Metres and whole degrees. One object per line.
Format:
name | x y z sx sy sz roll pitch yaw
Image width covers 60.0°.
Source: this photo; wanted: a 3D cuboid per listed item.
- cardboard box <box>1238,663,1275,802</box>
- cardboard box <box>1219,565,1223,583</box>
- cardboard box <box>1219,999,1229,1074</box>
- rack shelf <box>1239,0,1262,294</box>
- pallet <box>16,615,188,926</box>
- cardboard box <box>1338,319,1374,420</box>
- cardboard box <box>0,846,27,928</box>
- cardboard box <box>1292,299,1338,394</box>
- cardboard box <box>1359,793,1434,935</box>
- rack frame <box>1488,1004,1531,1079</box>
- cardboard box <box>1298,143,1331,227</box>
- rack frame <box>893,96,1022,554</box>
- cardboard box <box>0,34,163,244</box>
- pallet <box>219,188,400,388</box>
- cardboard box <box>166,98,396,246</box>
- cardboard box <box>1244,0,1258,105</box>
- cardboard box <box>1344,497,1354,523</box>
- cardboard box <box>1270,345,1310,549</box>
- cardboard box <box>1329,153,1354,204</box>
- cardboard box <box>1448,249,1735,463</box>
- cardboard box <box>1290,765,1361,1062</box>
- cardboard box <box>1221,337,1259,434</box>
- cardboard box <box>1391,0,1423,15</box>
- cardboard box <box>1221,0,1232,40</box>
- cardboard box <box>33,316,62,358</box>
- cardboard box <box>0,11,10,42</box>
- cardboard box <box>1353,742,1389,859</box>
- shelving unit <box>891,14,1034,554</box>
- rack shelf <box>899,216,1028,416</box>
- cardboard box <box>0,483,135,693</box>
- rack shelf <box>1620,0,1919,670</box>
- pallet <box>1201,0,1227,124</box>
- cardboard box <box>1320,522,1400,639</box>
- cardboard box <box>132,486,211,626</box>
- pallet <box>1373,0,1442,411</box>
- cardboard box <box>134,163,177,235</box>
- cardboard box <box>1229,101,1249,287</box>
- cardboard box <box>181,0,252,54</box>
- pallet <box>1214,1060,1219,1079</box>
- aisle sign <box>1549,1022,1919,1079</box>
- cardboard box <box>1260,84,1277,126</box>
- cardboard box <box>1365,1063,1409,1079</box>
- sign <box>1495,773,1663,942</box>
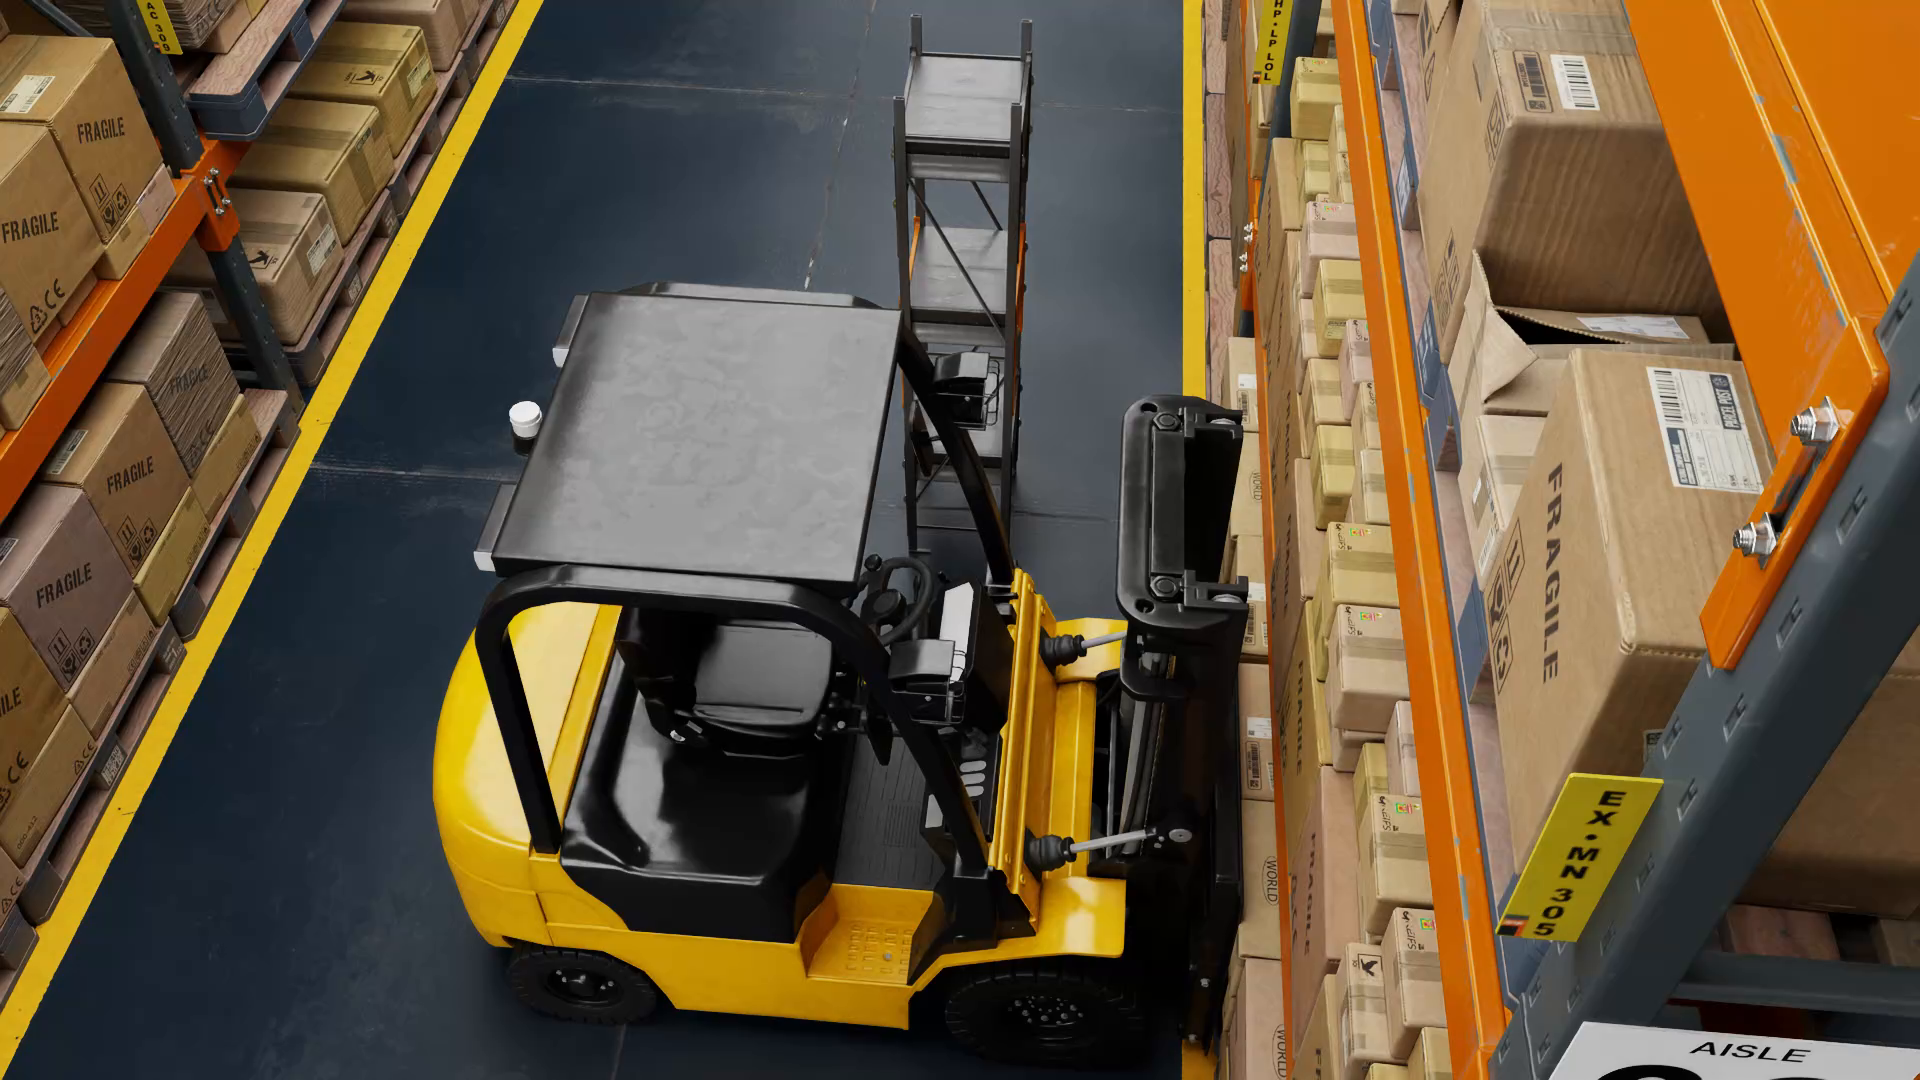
cardboard box | 1.074 0.654 5.020 0.500 0.250 0.500 3 48 3
cardboard box | 1.182 0.067 5.896 0.500 0.250 0.500 4 48 3
cardboard box | 1.050 1.372 5.041 0.500 0.250 0.500 4 48 4
rack shelf | 1.759 -2.483 7.475 1.077 0.370 4.000 4 48 4
pallet | -3.501 0.749 5.922 1.003 0.211 1.213 4 48 4
cardboard box | 1.214 -0.442 4.413 0.380 0.149 0.250 4 48 3
cardboard box | -3.328 1.190 5.207 0.500 0.250 0.500 5 48 5
cardboard box | 1.146 -0.539 4.703 0.380 0.149 0.250 3 48 3
cardboard box | 1.024 0.676 3.390 0.380 0.149 0.250 5 48 4
rack frame | 1.213 1.684 3.177 1.000 3.000 0.127 4 48 4
cardboard box | 1.264 -1.101 5.217 0.380 0.149 0.250 5 48 4
rack frame | -0.007 -0.651 5.922 0.400 2.100 0.015 4 48 4
cardboard box | -3.159 -1.378 5.708 0.500 0.500 0.500 3 48 3
pallet | -3.297 -1.218 7.721 1.003 0.211 1.213 4 48 4
cardboard box | -3.259 -1.756 7.819 0.950 0.372 0.625 7 48 6
cardboard box | 1.403 -1.963 6.614 0.500 0.250 0.500 4 48 3
cardboard box | 1.170 0.036 4.177 0.380 0.149 0.250 4 48 3
cardboard box | 1.201 -0.225 4.855 0.500 0.500 0.500 3 48 3
cardboard box | 1.304 -1.008 4.930 0.380 0.149 0.250 3 48 3
cardboard box | 1.009 -0.274 2.674 0.396 0.266 0.258 4 48 4
cardboard box | 1.052 0.890 3.835 0.500 0.500 0.500 5 48 5
cardboard box | 1.221 -0.472 6.051 0.500 0.250 0.500 3 48 3
cardboard box | 1.139 -1.328 3.638 0.396 0.266 0.258 3 48 3
cardboard box | 1.871 -3.078 8.857 0.875 0.625 0.625 5 48 5
cardboard box | -3.246 -0.693 5.521 0.380 0.149 0.250 3 48 3
cardboard box | -3.622 -1.750 5.370 0.700 0.500 0.500 3 48 3
cardboard box | 1.077 0.600 3.661 0.380 0.149 0.250 4 48 3
shelving unit | 0.015 -0.830 6.086 0.431 2.100 0.503 4 48 4
rack shelf | 0.015 -0.821 6.097 0.431 0.518 0.480 4 48 4
cardboard box | -3.243 0.148 5.652 0.500 0.500 0.500 6 48 6
rack shelf | 1.395 -1.433 2.721 1.077 0.370 4.000 4 48 4
pallet | 1.828 -2.652 9.032 1.003 0.211 1.213 4 48 4
cardboard box | 1.052 0.109 3.909 0.380 0.149 0.250 5 48 4
cardboard box | -3.191 0.044 6.256 0.500 0.250 0.500 3 48 2
pallet | 1.411 -0.716 3.399 1.003 0.211 1.213 4 48 4
cardboard box | -3.092 -1.245 6.026 0.380 0.149 0.250 3 48 3
cardboard box | 1.692 -1.550 7.459 0.875 0.625 0.625 3 48 3
cardboard box | -3.001 -2.029 6.458 0.380 0.149 0.250 5 48 4
pallet | 1.241 2.060 4.723 1.003 0.211 1.213 4 48 4
aisle sign | 0.914 0.835 2.192 0.394 0.787 0.004 4 48 4
cardboard box | 1.367 -1.752 6.082 0.500 0.250 0.500 3 48 3
cardboard box | 0.965 1.157 3.151 0.380 0.149 0.250 5 48 4
sign | 0.673 0.353 1.816 0.100 0.325 0.005 4 48 4
